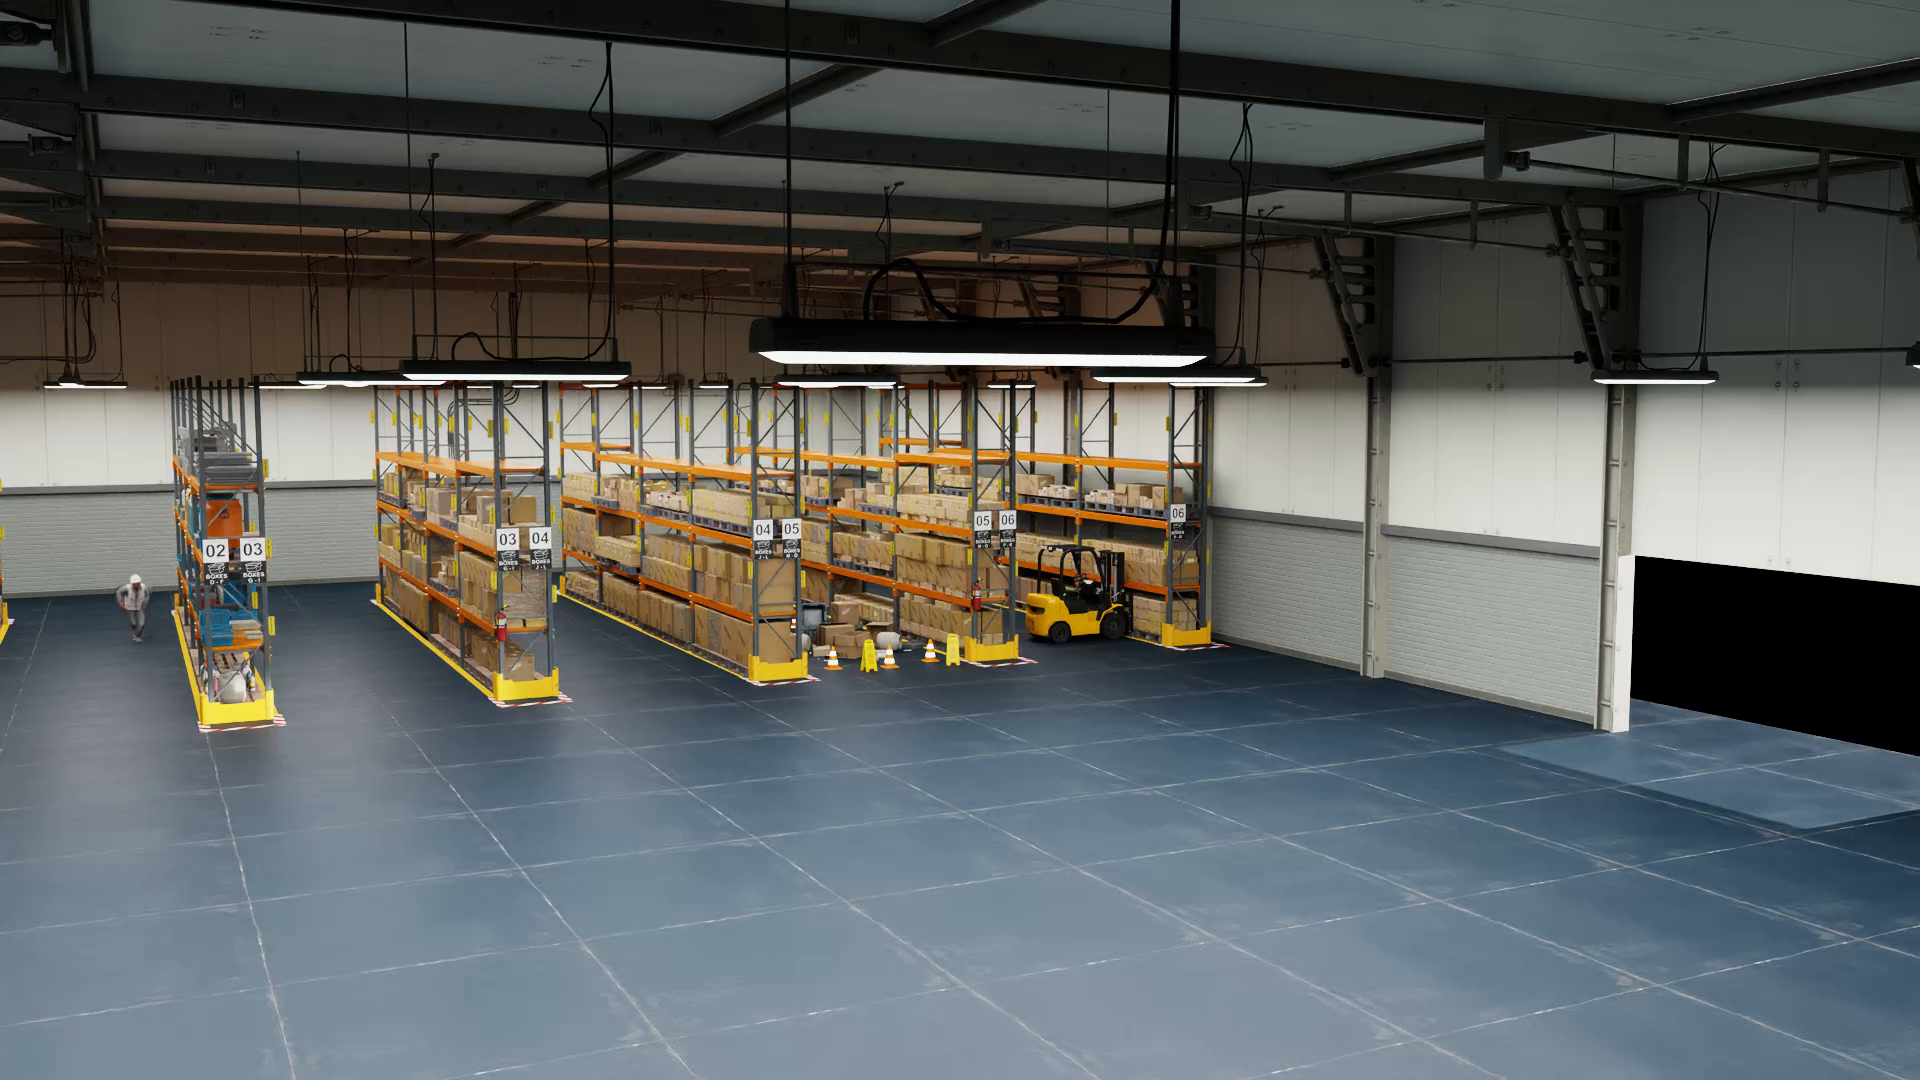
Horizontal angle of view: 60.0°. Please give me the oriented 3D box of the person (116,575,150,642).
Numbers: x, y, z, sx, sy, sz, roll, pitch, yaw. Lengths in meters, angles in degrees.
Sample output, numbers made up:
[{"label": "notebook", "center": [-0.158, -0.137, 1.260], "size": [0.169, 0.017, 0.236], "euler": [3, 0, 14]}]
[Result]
[{"label": "person", "center": [-18.843, 1.568, 37.925], "size": [0.681, 1.585, 0.855], "euler": [-3, 6, -32]}]
